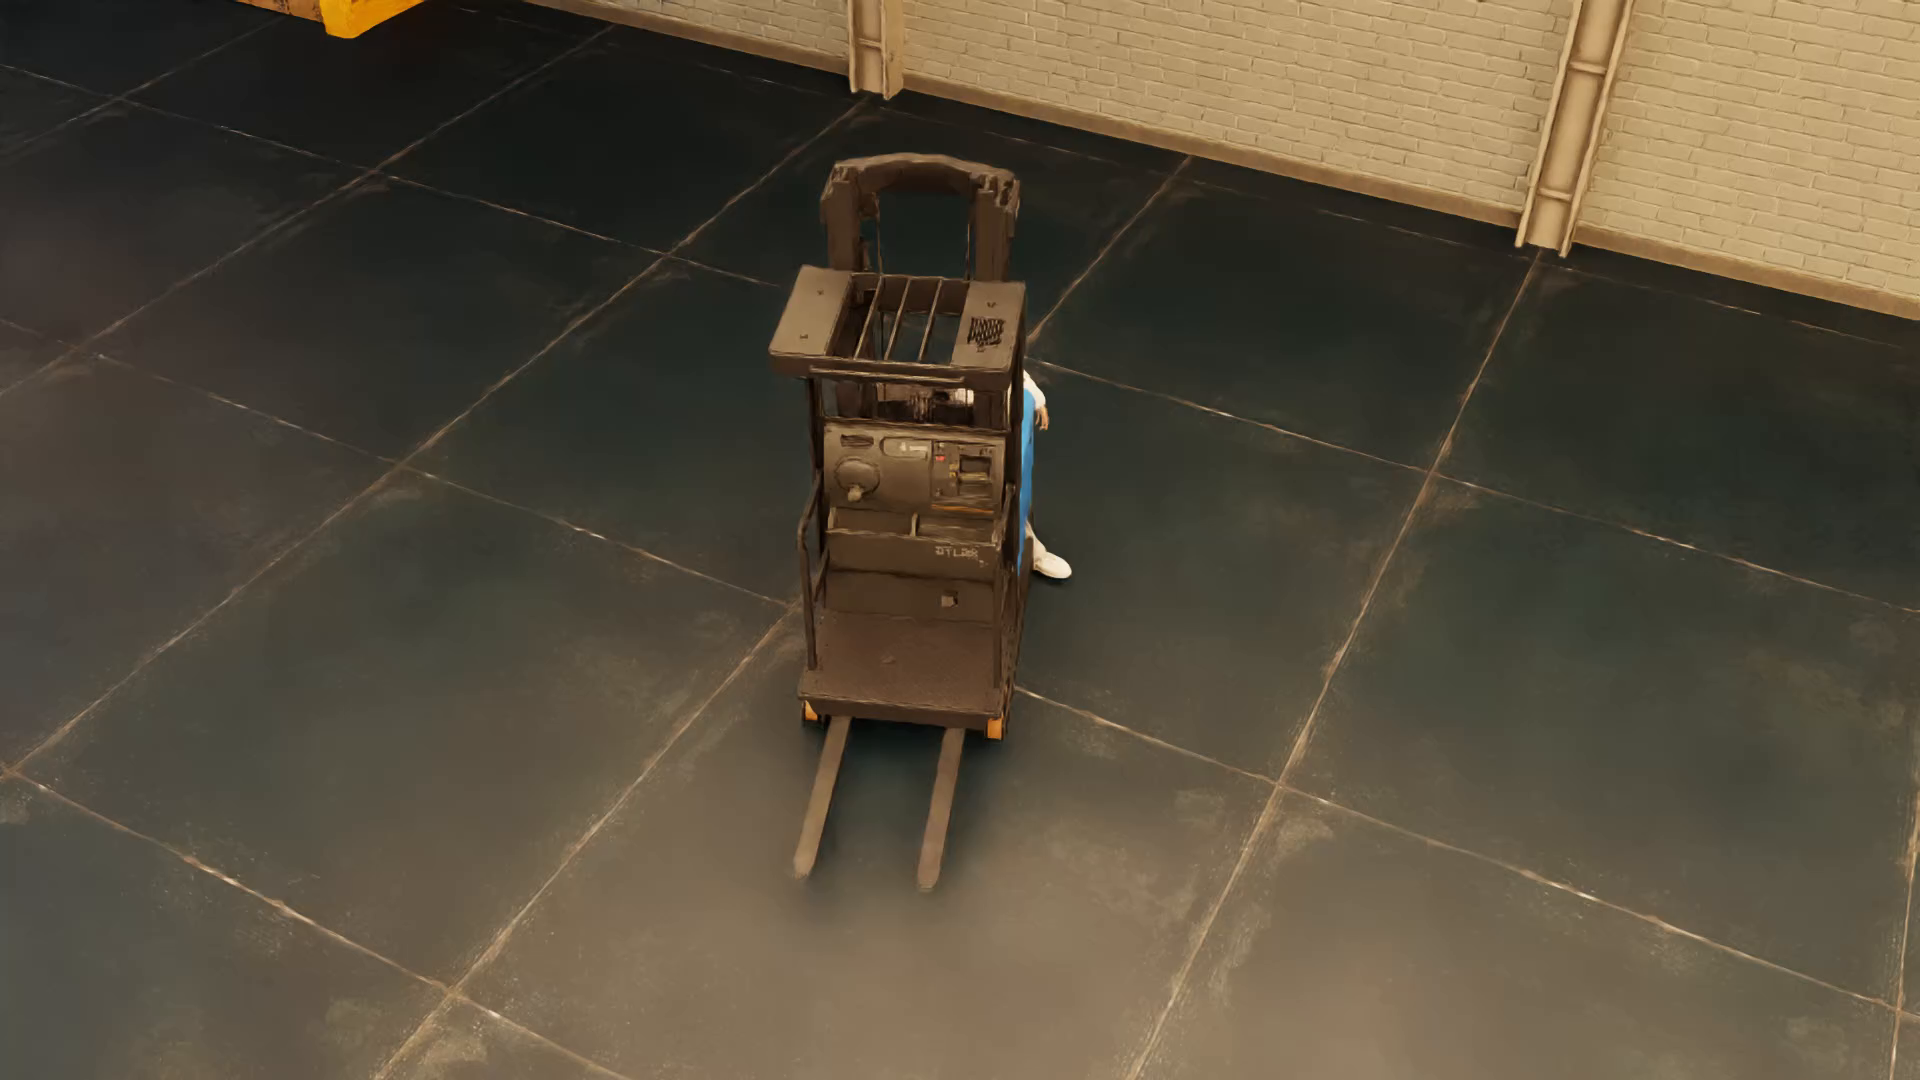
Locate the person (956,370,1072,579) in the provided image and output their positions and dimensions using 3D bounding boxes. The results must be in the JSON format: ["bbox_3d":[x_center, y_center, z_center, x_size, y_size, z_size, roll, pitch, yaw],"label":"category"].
[{"bbox_3d":[0.299,-0.571,9.587,0.841,1.750,0.781,10,41,12],"label":"person"}]

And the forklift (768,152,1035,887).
[{"bbox_3d":[-0.262,-0.290,8.330,1.130,2.935,3.031,5,40,6],"label":"forklift"}]
